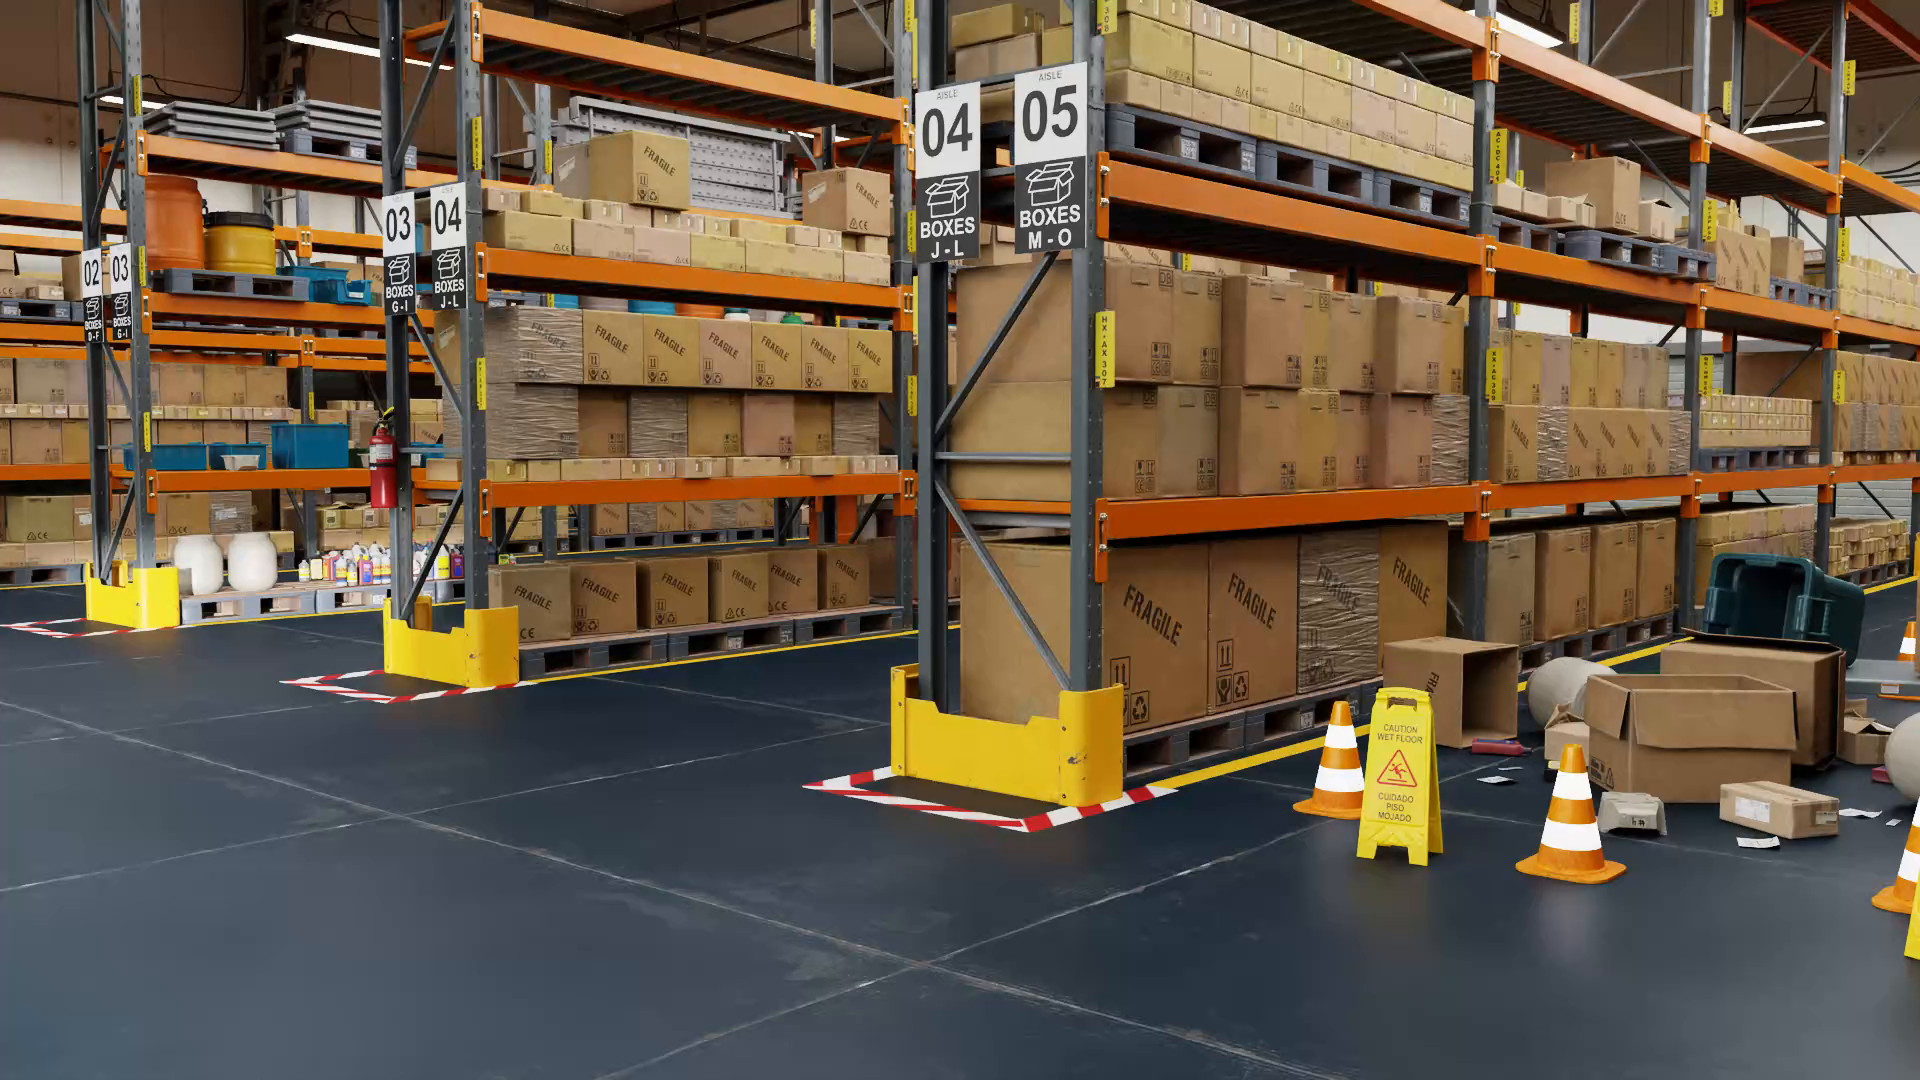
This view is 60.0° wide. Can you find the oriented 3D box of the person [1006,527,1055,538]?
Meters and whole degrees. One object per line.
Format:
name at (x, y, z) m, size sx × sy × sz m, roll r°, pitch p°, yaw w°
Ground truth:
person at (0.615, -0.091, 13.443) m, size 0.494 × 1.716 × 0.537 m, roll 3°, pitch 5°, yaw 39°
